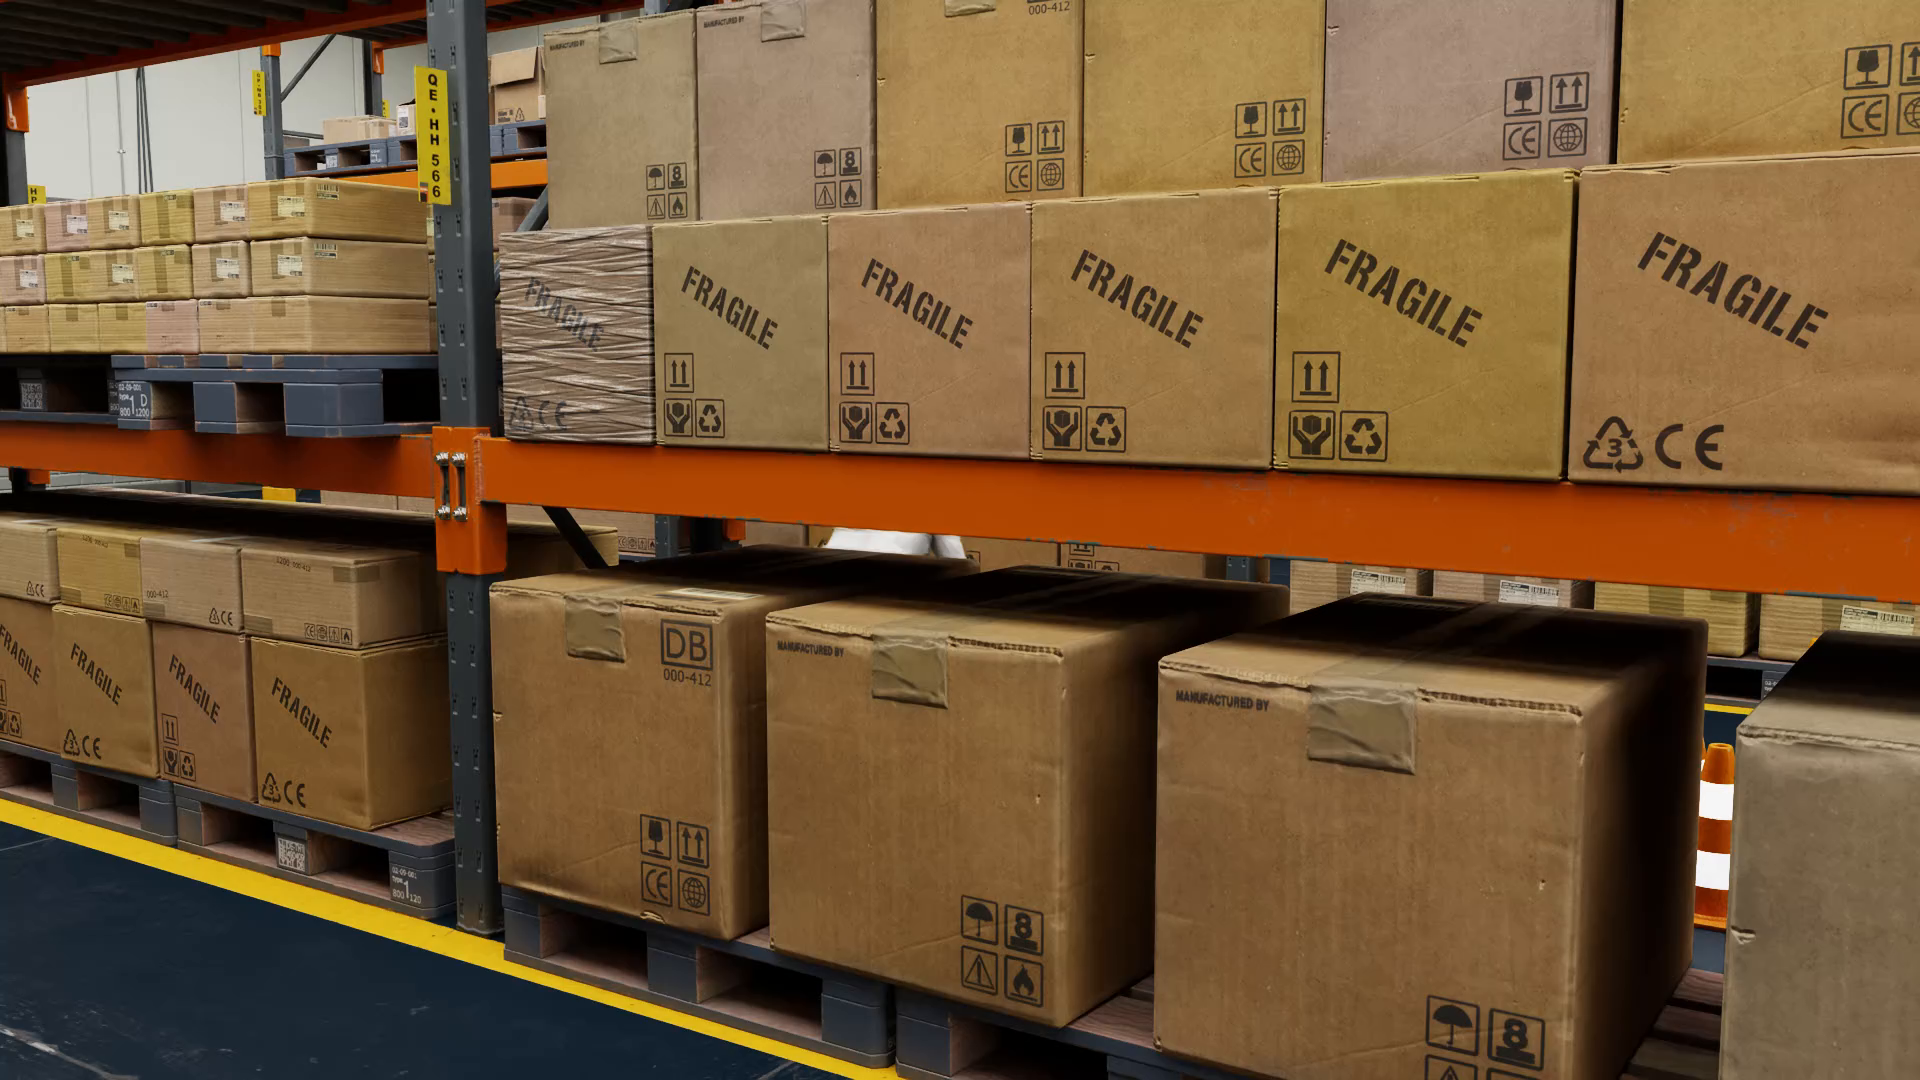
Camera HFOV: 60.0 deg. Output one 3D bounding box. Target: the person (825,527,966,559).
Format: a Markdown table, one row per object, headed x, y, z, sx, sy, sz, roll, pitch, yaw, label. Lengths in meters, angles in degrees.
| x | y | z | sx | sy | sz | roll | pitch | yaw | label |
| --- | --- | --- | --- | --- | --- | --- | --- | --- | --- |
| -0.319 | 0.197 | 7.340 | 0.586 | 1.016 | 0.888 | 4 | 7 | 33 | person |
